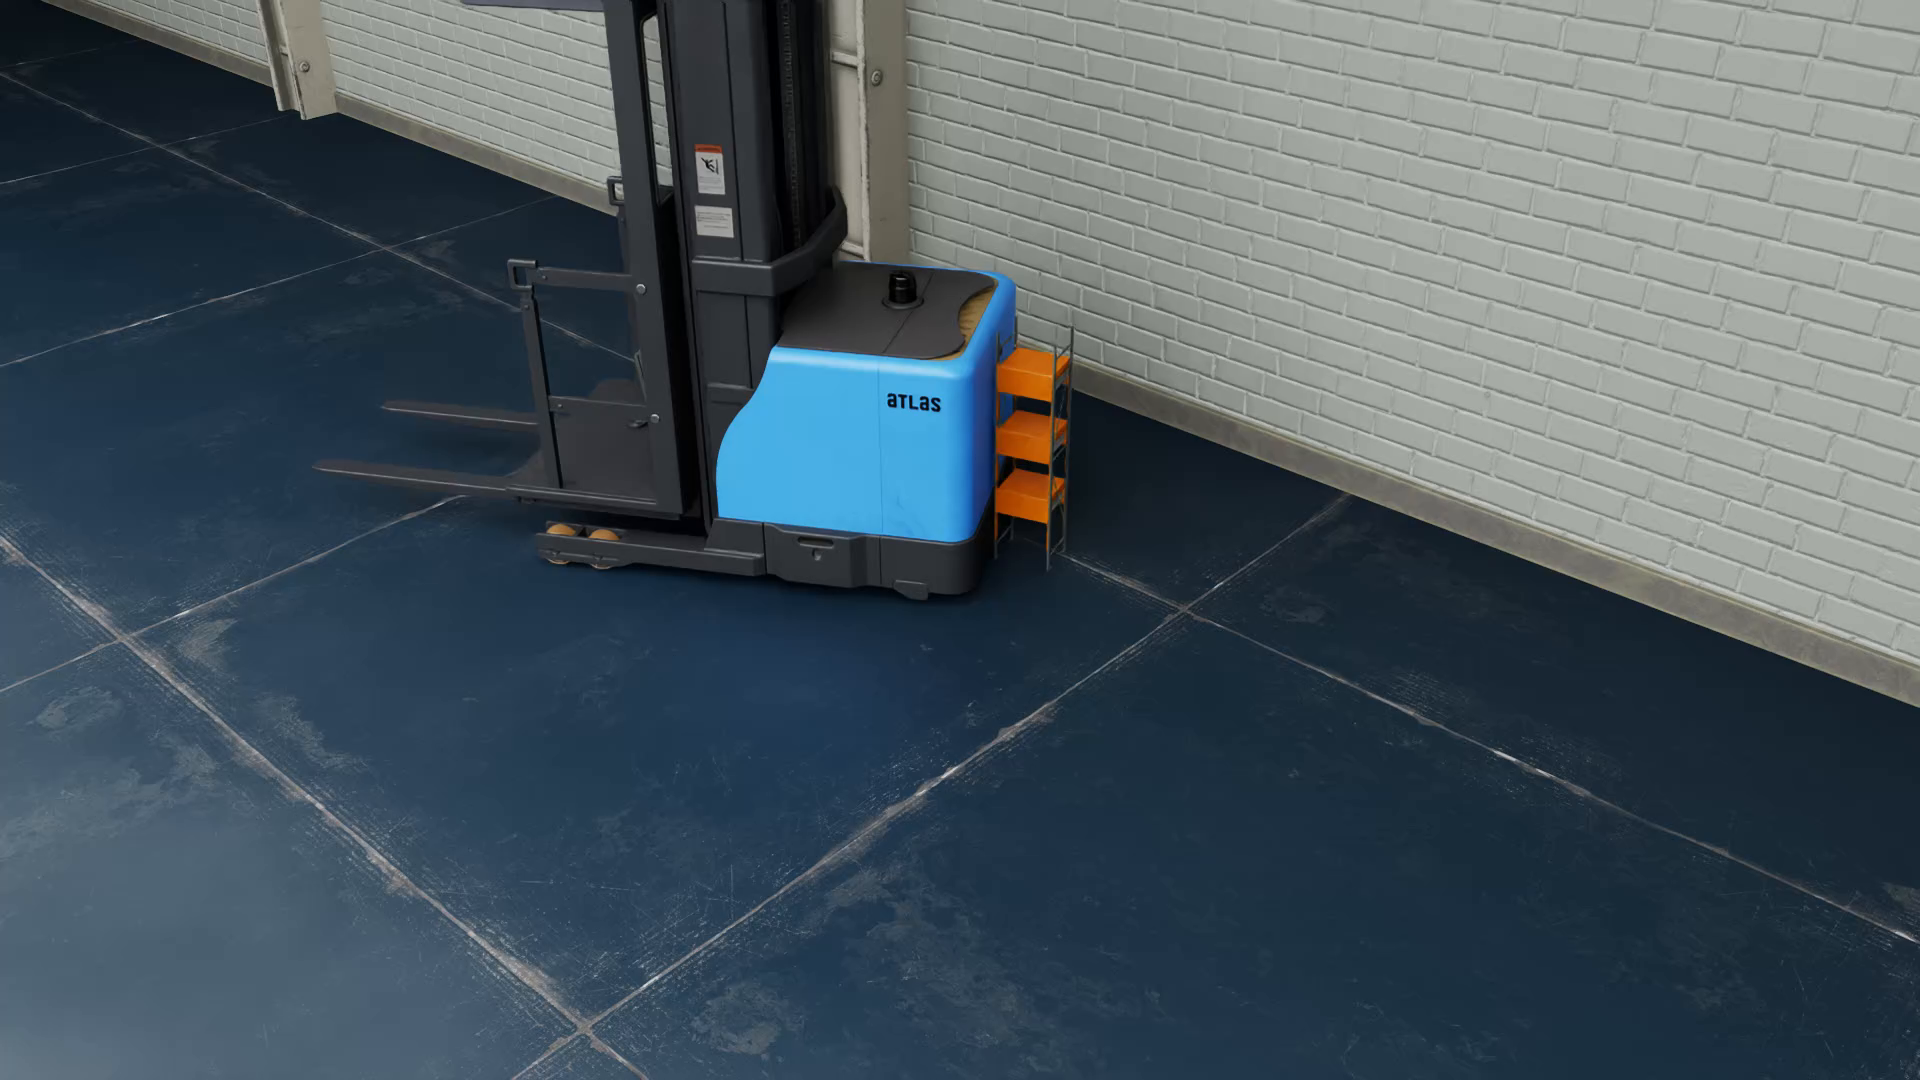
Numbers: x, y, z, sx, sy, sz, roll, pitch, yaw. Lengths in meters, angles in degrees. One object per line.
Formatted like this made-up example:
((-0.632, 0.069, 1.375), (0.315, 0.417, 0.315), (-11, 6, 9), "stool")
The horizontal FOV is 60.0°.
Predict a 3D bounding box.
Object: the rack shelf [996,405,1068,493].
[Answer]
((0.300, -0.376, 6.878), (0.240, 0.259, 0.215), (13, 34, 21), "rack shelf")

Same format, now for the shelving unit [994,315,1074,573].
((0.300, -0.386, 6.872), (0.252, 1.050, 0.215), (13, 34, 21), "shelving unit")

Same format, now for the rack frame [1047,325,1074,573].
((0.411, -0.359, 6.829), (0.008, 1.050, 0.200), (13, 34, 21), "rack frame")

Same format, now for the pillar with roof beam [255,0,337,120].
((-7.855, -5.492, 7.647), (0.400, 9.000, 9.100), (25, 39, 35), "pillar with roof beam")

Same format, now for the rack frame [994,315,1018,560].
((0.189, -0.412, 6.916), (0.008, 1.050, 0.200), (13, 34, 21), "rack frame")

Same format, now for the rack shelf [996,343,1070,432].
((0.300, -0.620, 6.732), (0.240, 0.259, 0.215), (13, 34, 21), "rack shelf")

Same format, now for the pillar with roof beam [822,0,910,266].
((-3.407, -3.415, 4.198), (0.400, 9.000, 9.100), (25, 39, 35), "pillar with roof beam")

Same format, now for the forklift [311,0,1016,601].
((-1.321, -1.389, 6.716), (3.031, 2.935, 1.130), (6, 32, 10), "forklift")

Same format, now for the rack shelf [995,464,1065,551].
((0.300, -0.138, 7.021), (0.240, 0.259, 0.215), (13, 34, 21), "rack shelf")
